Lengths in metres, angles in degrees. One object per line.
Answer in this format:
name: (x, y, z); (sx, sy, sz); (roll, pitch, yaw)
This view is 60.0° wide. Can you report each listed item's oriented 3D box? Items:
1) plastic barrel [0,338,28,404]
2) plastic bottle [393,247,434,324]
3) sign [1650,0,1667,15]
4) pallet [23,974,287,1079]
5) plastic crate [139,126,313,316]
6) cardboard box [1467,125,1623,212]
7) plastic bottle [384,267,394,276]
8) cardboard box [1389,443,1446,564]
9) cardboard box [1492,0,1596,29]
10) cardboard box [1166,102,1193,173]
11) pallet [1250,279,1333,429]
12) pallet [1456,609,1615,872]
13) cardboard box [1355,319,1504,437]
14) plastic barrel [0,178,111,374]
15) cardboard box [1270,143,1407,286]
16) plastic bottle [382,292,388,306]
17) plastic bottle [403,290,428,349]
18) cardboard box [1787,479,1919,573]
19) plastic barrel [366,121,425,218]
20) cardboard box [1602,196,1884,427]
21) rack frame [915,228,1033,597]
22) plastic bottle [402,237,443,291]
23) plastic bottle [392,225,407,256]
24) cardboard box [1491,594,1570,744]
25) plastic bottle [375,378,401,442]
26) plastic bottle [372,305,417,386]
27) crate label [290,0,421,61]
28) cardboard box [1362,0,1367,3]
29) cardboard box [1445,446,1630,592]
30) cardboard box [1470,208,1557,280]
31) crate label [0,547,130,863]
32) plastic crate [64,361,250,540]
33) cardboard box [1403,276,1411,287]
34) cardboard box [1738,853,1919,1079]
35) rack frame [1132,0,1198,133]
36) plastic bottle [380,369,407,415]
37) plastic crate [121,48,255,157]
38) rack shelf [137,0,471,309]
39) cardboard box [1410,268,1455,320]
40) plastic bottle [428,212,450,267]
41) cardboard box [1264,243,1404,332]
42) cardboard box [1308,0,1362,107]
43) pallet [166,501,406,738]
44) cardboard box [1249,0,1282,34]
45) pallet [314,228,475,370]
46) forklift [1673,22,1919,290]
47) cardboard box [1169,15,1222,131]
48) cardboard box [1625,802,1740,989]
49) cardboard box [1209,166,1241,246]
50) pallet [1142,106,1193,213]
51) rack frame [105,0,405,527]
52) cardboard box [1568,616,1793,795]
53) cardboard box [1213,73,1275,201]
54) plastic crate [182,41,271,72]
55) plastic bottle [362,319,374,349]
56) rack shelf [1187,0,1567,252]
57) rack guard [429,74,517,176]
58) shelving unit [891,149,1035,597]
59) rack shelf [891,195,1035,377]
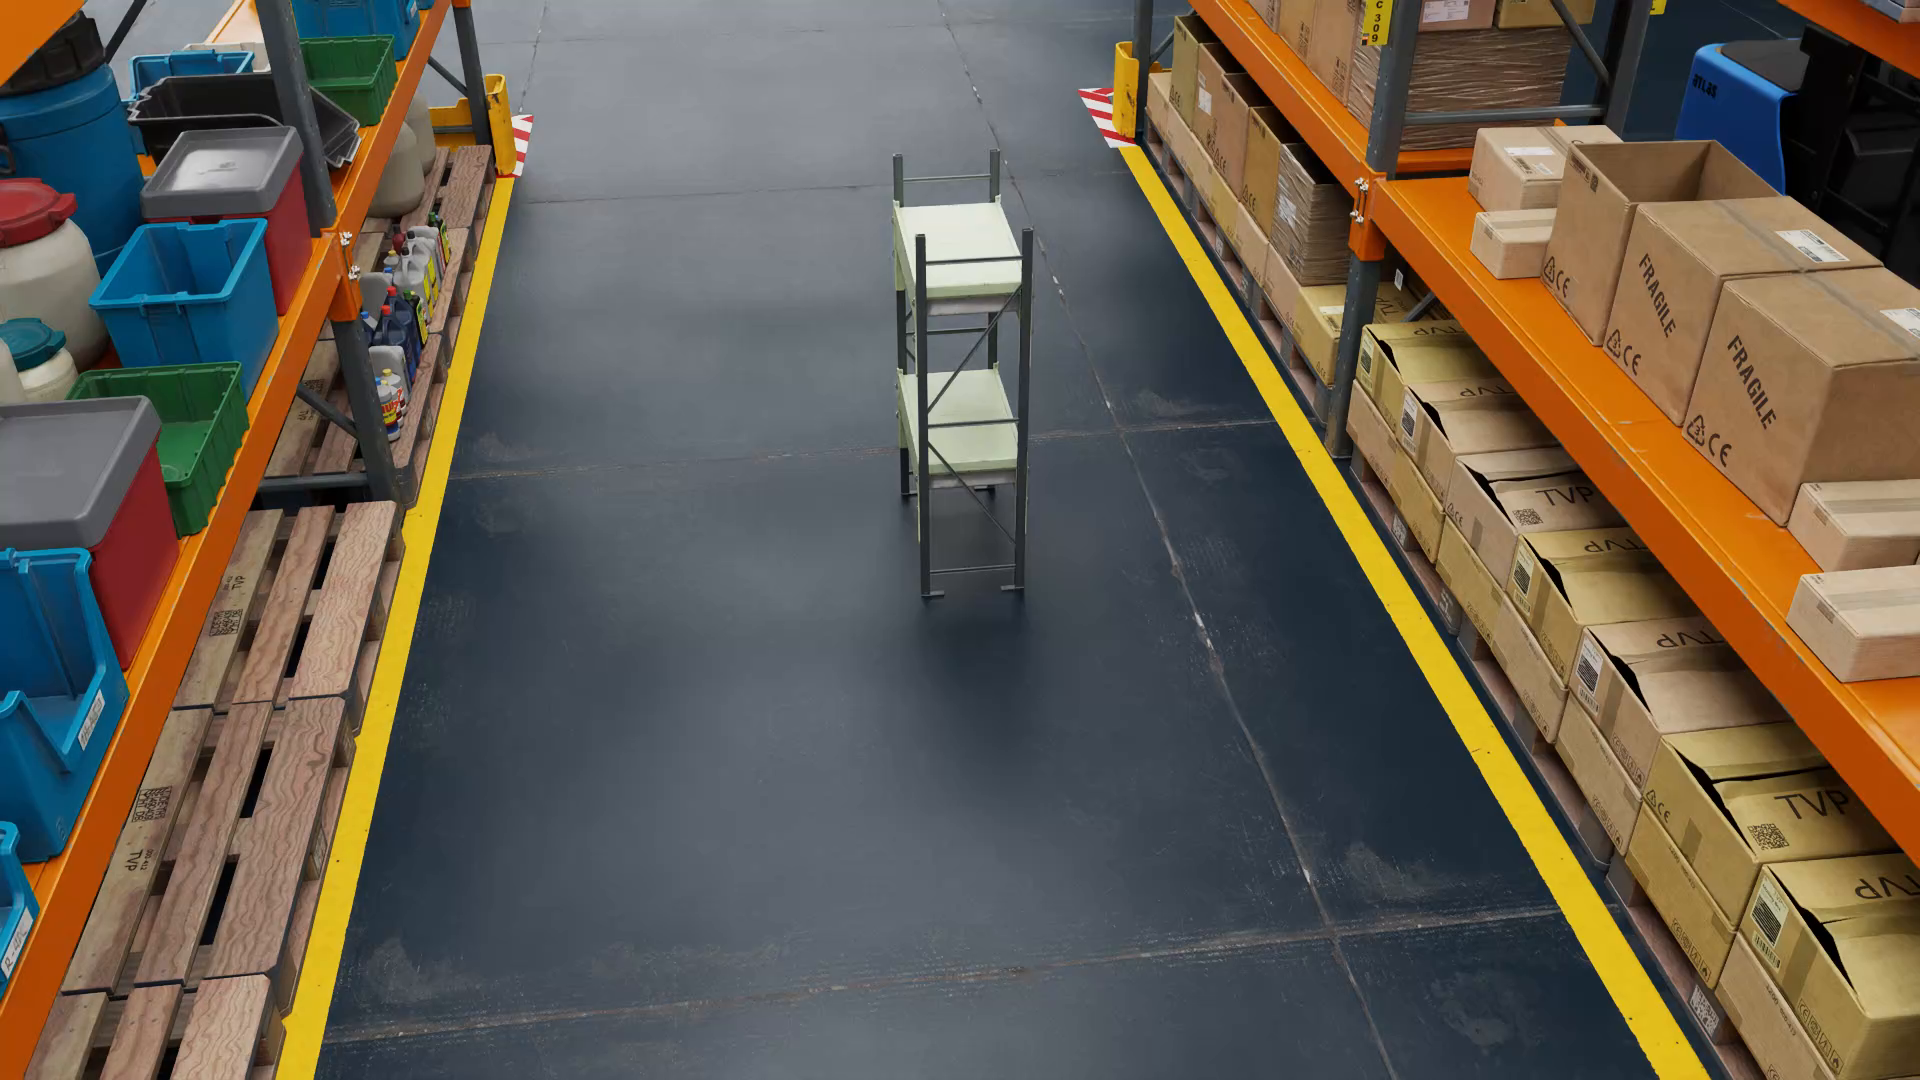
plastic barrel: (-2.786, -0.381, 4.525); (0.433, 0.535, 0.433); (0, 34, 0)
plastic bottle: (-2.576, -1.196, 7.803); (0.144, 0.351, 0.185); (-5, 35, -7)
sign: (2.649, -2.150, 6.283); (0.100, 0.325, 0.005); (-4, 35, -6)
pallet: (-2.324, 1.665, 4.120); (1.003, 0.211, 1.213); (-4, 35, -6)
plastic crate: (-2.428, -1.064, 5.591); (0.402, 0.464, 0.583); (-4, 35, -6)
cardboard box: (2.222, -1.324, 6.163); (0.500, 0.250, 0.500); (-2, 34, -3)
plastic bottle: (-2.715, -1.205, 7.948); (0.097, 0.201, 0.097); (0, 34, 0)
cardboard box: (1.989, -0.166, 6.398); (0.500, 0.250, 0.500); (-4, 34, -5)
cardboard box: (2.268, -2.132, 6.550); (0.380, 0.149, 0.250); (-4, 35, -6)
cardboard box: (1.497, -2.332, 9.577); (0.500, 0.250, 0.500); (-4, 35, -6)
pallet: (2.047, -0.952, 7.960); (1.003, 0.211, 1.213); (-4, 35, -6)
pallet: (2.418, 0.585, 5.704); (1.003, 0.211, 1.213); (-4, 35, -6)
cardboard box: (1.921, -0.677, 6.651); (0.500, 0.311, 0.500); (-4, 35, -6)
plastic barrel: (-2.885, -0.790, 5.125); (0.433, 0.535, 0.433); (0, 34, 0)
cardboard box: (1.778, -1.527, 7.730); (0.500, 0.500, 0.500); (-4, 35, -6)
plastic bottle: (-2.576, -1.005, 7.594); (0.097, 0.271, 0.097); (0, 34, 0)
plastic bottle: (-2.500, -1.026, 7.614); (0.061, 0.283, 0.133); (-3, 34, -4)
cardboard box: (2.423, -0.029, 4.352); (0.380, 0.149, 0.250); (-2, 34, -3)
plastic barrel: (-3.103, -2.021, 8.888); (0.421, 0.512, 0.421); (0, 34, 0)
cardboard box: (2.338, -0.696, 5.018); (0.500, 0.500, 0.500); (-4, 35, -6)
rack frame: (0.048, -0.419, 6.033); (0.400, 1.500, 0.023); (-4, 35, -6)
plastic bottle: (-2.627, -1.361, 8.112); (0.152, 0.276, 0.135); (-5, 35, -8)
plastic bottle: (-2.752, -1.433, 8.211); (0.061, 0.283, 0.133); (-4, 35, -6)
cardboard box: (2.129, 0.407, 5.558); (0.500, 0.250, 0.500); (-4, 34, -5)
plastic bottle: (-2.405, -0.550, 6.925); (0.097, 0.271, 0.097); (0, 34, 0)
plastic bottle: (-2.494, -0.854, 7.301); (0.144, 0.351, 0.185); (-3, 34, -5)
crate label: (-2.819, -2.525, 7.760); (0.502, 0.435, 0.616); (-4, 35, -6)
cardboard box: (1.832, -2.241, 6.710); (0.380, 0.149, 0.250); (-5, 35, -7)
cardboard box: (2.054, -0.109, 5.817); (0.500, 0.311, 0.500); (-5, 35, -8)
cardboard box: (2.029, -1.044, 5.841); (0.380, 0.149, 0.250); (-4, 35, -6)
crate label: (-2.124, 0.358, 3.530); (0.502, 0.435, 0.616); (-4, 35, -6)
plastic crate: (-2.282, -0.247, 4.636); (0.450, 0.188, 0.662); (-4, 35, -6)
cardboard box: (2.288, -1.256, 7.998); (0.500, 0.250, 0.500); (-4, 35, -6)
cardboard box: (2.336, 1.032, 4.143); (0.500, 0.311, 0.500); (-3, 34, -5)
rack frame: (1.575, -3.890, 9.794); (1.000, 3.000, 0.127); (-4, 35, -6)
plastic bottle: (-2.432, -0.635, 7.112); (0.097, 0.201, 0.097); (0, 34, 0)
plastic crate: (-3.214, -1.820, 6.889); (0.499, 0.251, 0.616); (-4, 35, -6)
rack shelf: (-3.065, -2.103, 7.812); (1.077, 0.370, 4.000); (-4, 35, -6)
cardboard box: (2.360, -1.287, 7.378); (0.500, 0.500, 0.500); (-4, 35, -6)
plastic bottle: (-2.619, -1.521, 8.339); (0.061, 0.283, 0.133); (-4, 34, -5)
cardboard box: (1.776, -1.217, 7.941); (0.500, 0.250, 0.500); (-4, 35, -6)
cardboard box: (1.969, -2.240, 7.284); (0.700, 0.500, 0.500); (-5, 35, -7)
pallet: (-2.652, 0.303, 6.118); (1.003, 0.211, 1.213); (-4, 35, -6)
cardboard box: (1.836, -2.806, 8.115); (0.700, 0.500, 0.500); (-3, 34, -5)
pallet: (-3.013, -1.193, 8.312); (1.003, 0.211, 1.213); (-4, 35, -6)
forklift: (4.573, -2.129, 7.271); (1.130, 2.935, 3.031); (-6, 35, -9)
cardboard box: (1.495, -2.642, 9.366); (0.500, 0.500, 0.500); (-4, 35, -6)
cardboard box: (2.265, 0.975, 4.725); (0.500, 0.250, 0.500); (-5, 35, -7)
cardboard box: (1.626, -1.774, 8.758); (0.500, 0.250, 0.500); (-4, 35, -6)
pallet: (1.719, -2.314, 9.958); (1.003, 0.211, 1.213); (-4, 35, -6)
rack frame: (-2.796, -1.285, 5.971); (1.000, 3.000, 0.127); (-4, 35, -6)
cardboard box: (2.195, 0.460, 4.982); (0.500, 0.311, 0.500); (-5, 35, -7)
cardboard box: (1.625, -2.084, 8.547); (0.500, 0.500, 0.500); (-4, 35, -6)
plastic crate: (-3.266, -2.063, 7.347); (0.530, 0.136, 0.437); (-4, 35, -6)
plastic bottle: (-2.637, -0.843, 7.285); (0.144, 0.351, 0.185); (-4, 35, -6)
rack shelf: (1.844, -2.476, 8.359); (1.077, 0.370, 4.000); (-4, 35, -6)
rack guard: (-3.277, -2.445, 9.894); (1.175, 0.500, 0.348); (-4, 35, -6)
shelving unit: (-0.001, -0.623, 6.333); (0.431, 1.500, 0.755); (-4, 35, -6)
rack shelf: (-0.001, -0.946, 6.113); (0.431, 0.370, 0.720); (-4, 35, -6)
